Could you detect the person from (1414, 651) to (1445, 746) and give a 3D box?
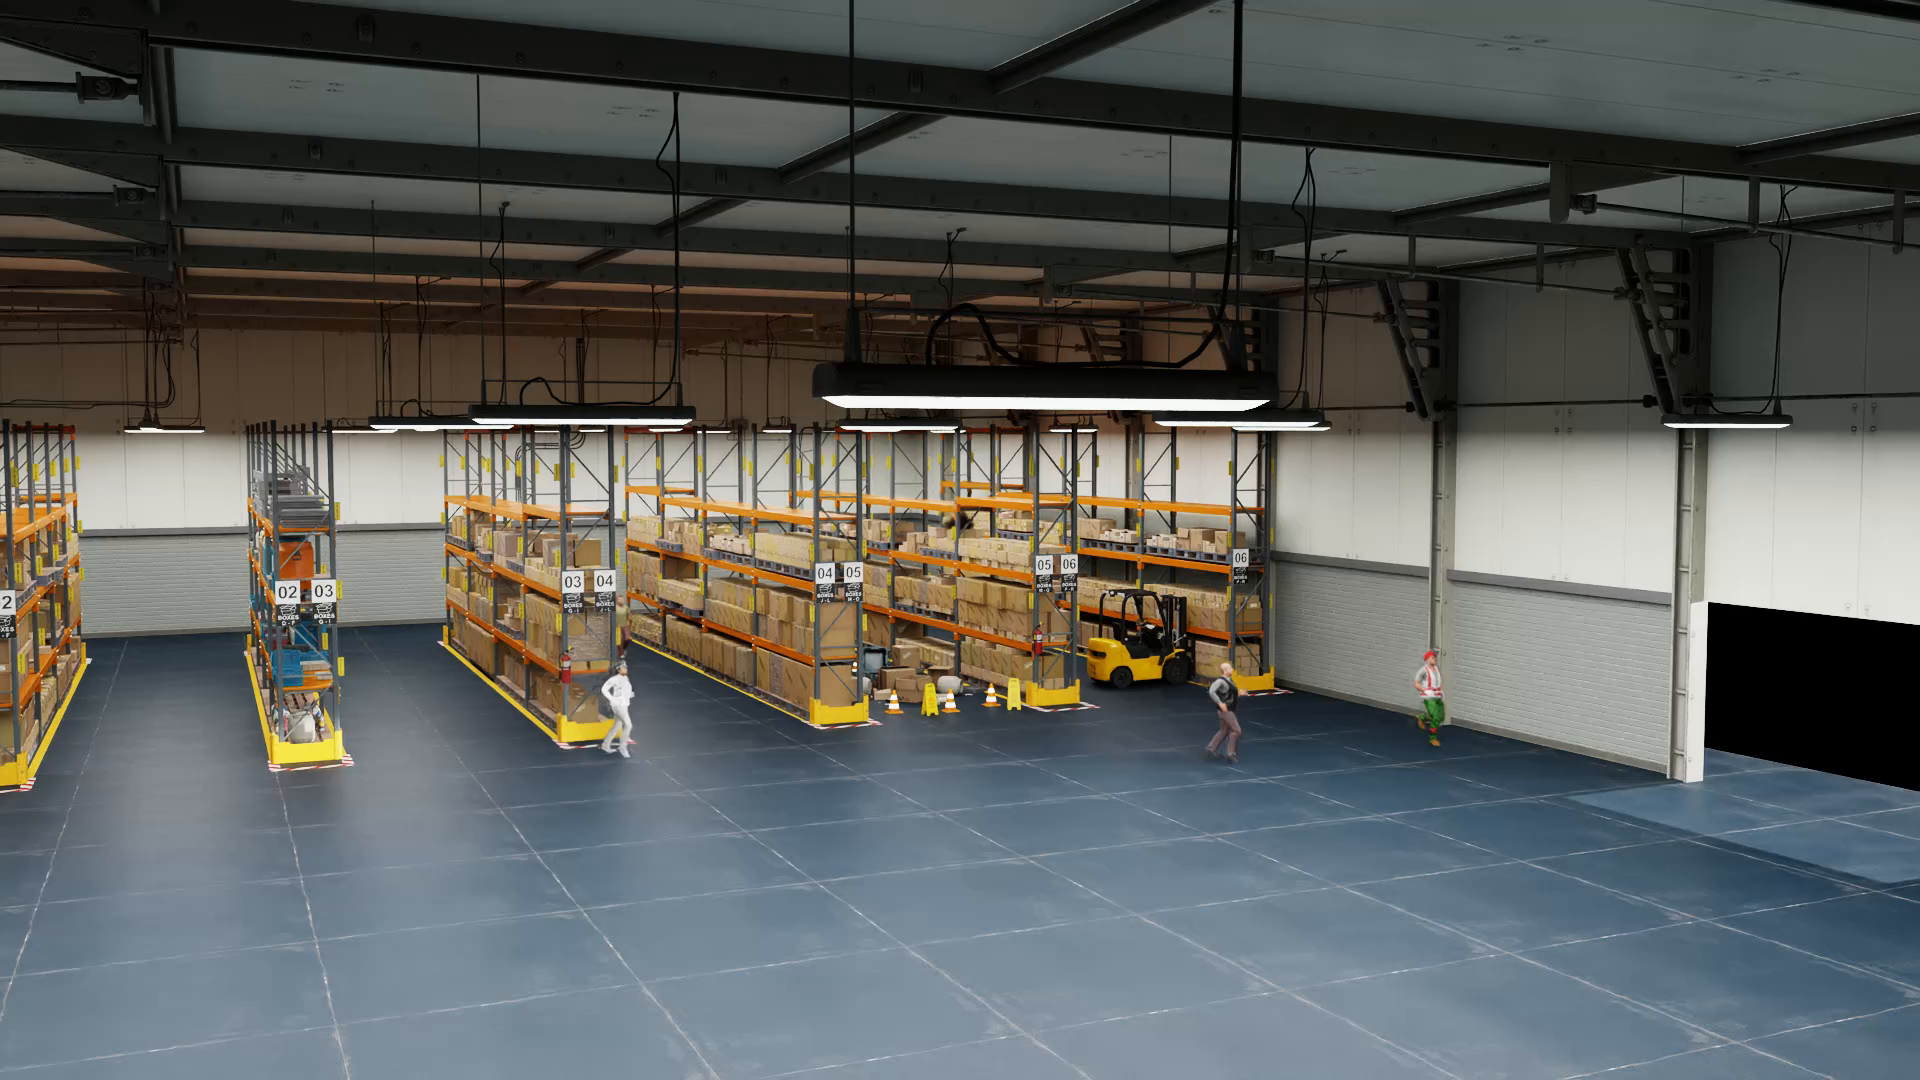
[{"bbox_3d":[8.733,2.931,30.992,0.676,1.724,0.675,-2,4,-35],"label":"person"}]

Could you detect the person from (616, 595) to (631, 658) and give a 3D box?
[{"bbox_3d":[-8.685,2.233,42.698,0.556,1.626,0.520,-1,4,-20],"label":"person"}]

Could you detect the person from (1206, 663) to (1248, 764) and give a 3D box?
[{"bbox_3d":[4.677,3.046,29.184,0.727,1.783,0.641,1,4,19],"label":"person"}]

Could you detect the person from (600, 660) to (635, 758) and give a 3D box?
[{"bbox_3d":[-6.128,3.023,29.826,0.648,1.749,0.635,1,4,16],"label":"person"}]
